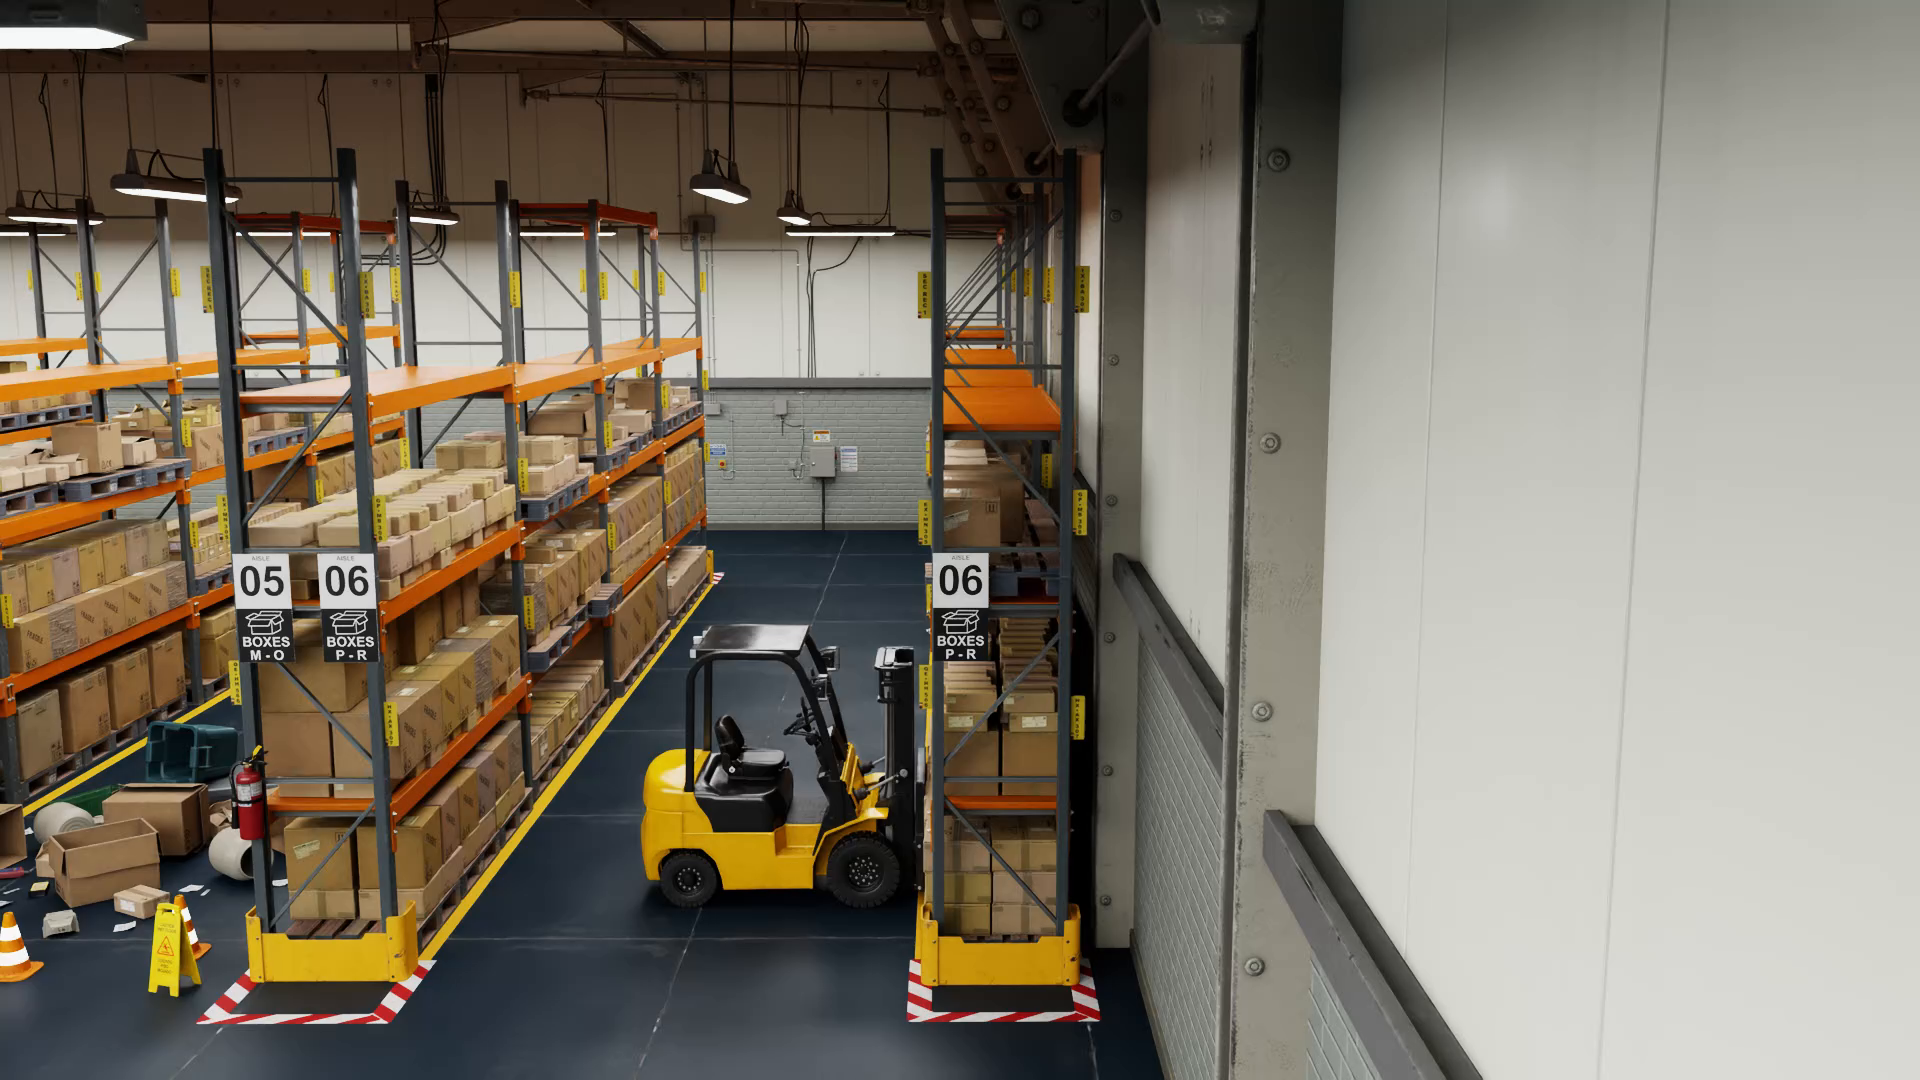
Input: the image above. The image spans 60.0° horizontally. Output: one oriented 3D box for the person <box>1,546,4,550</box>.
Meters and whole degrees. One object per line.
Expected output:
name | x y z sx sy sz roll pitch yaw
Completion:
person | -12.749 0.835 22.092 0.531 1.596 0.878 -1 9 -8
